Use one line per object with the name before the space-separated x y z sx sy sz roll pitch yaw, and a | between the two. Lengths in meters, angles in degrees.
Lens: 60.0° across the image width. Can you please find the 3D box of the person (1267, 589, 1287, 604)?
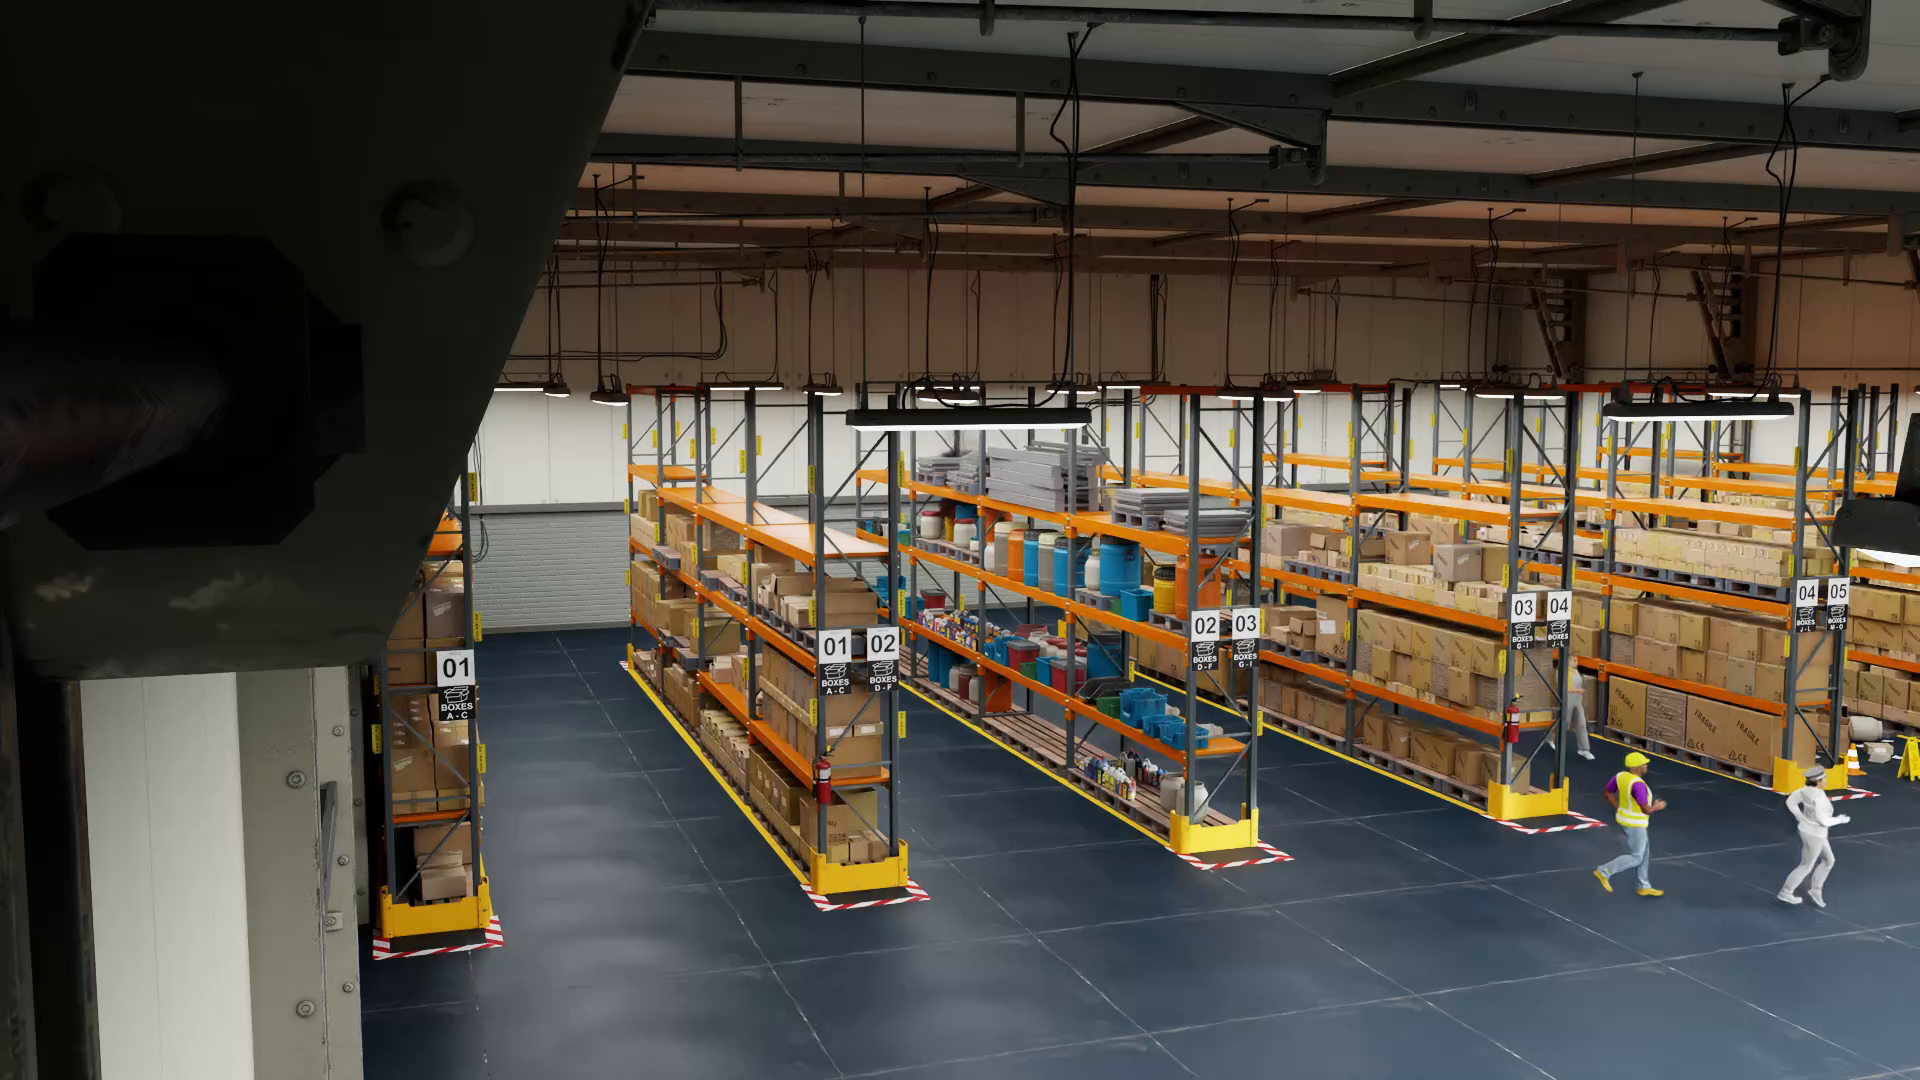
person | 7.920 1.199 41.338 0.665 1.755 0.696 -3 6 -24

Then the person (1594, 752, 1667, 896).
person | 8.011 3.397 19.859 0.882 1.747 0.704 0 6 0

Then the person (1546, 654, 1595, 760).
person | 9.950 2.680 27.107 0.565 1.674 0.950 -3 7 -29

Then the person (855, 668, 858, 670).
person | -1.936 2.129 29.694 0.681 1.770 0.847 -3 7 -28

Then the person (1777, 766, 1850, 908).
person | 9.992 3.492 19.476 0.726 1.740 0.590 1 6 12
